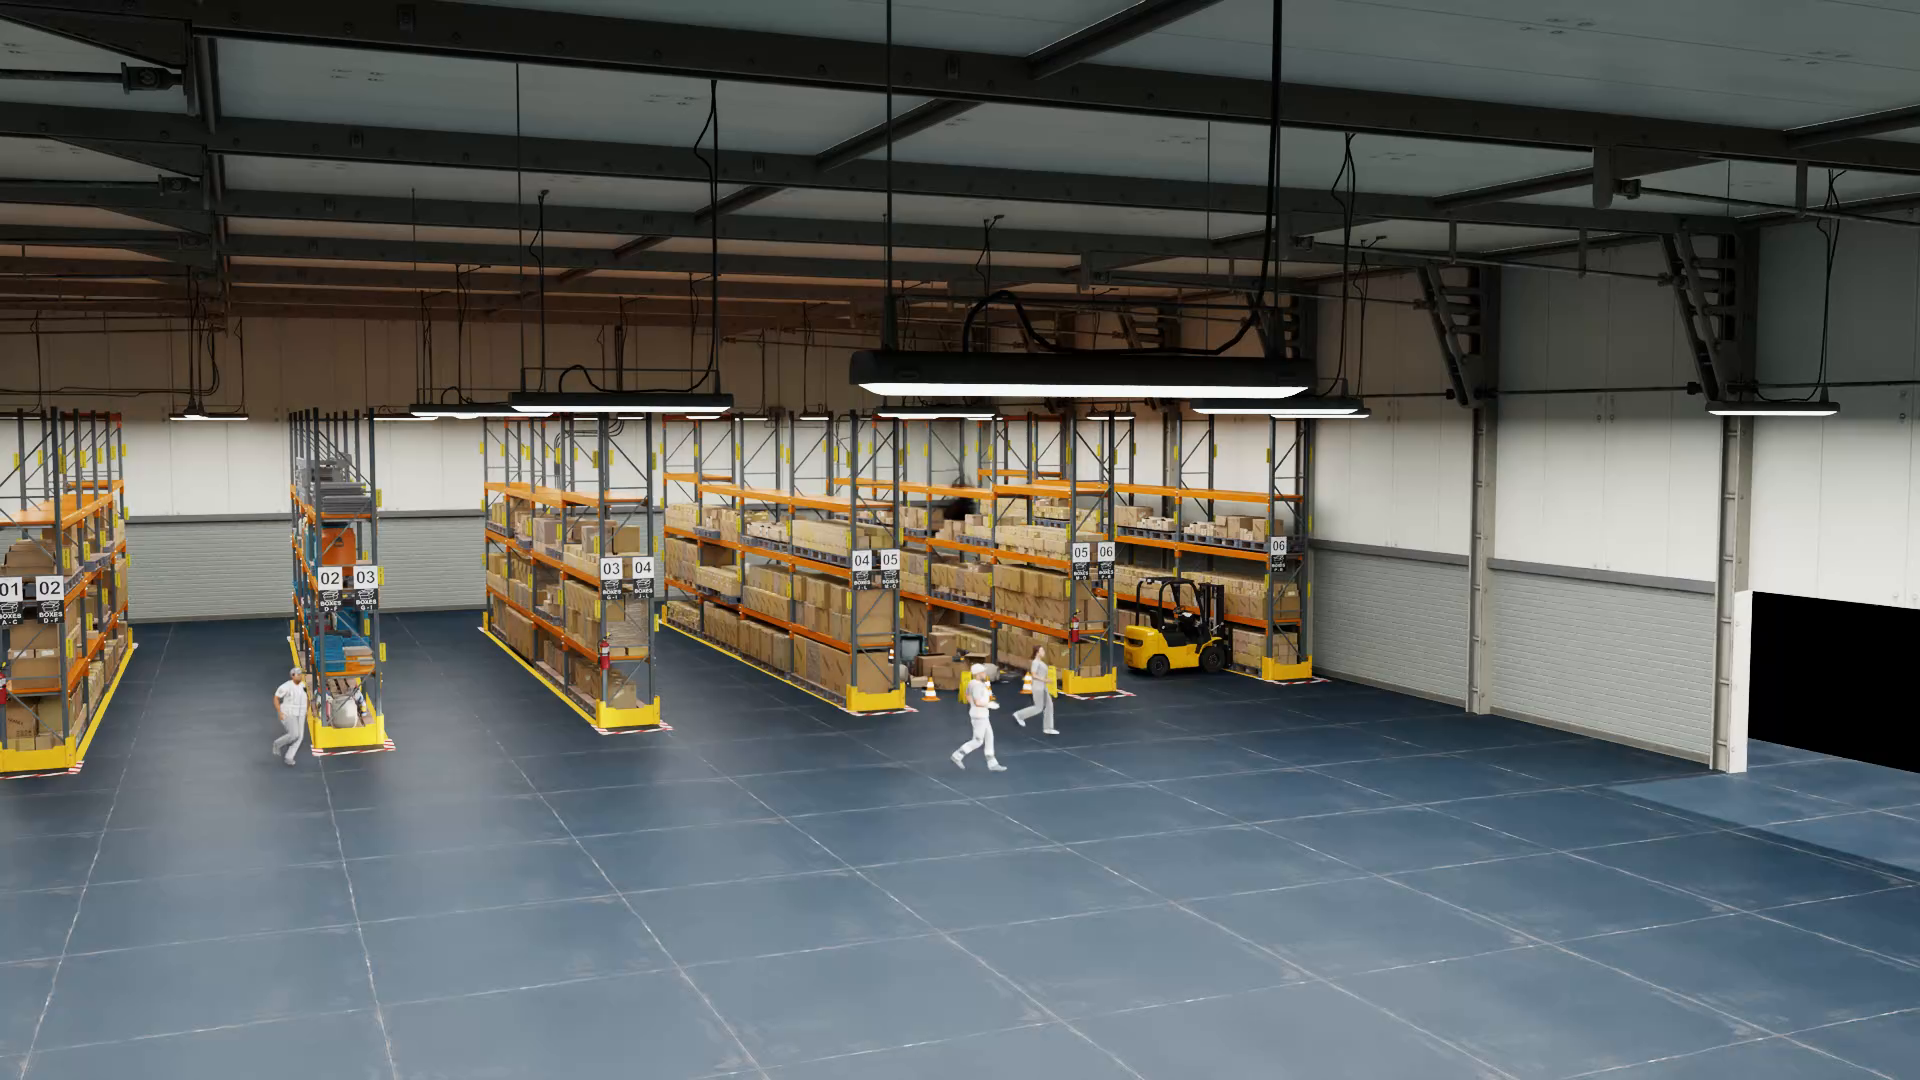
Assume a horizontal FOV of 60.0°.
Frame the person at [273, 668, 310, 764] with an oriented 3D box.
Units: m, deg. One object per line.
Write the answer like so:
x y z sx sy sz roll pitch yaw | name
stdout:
-11.243 2.959 28.124 0.530 1.593 0.649 2 5 31 | person

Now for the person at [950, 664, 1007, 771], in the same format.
0.303 2.899 27.163 0.935 1.767 0.661 0 4 0 | person

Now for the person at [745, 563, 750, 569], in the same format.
-6.129 1.516 47.716 0.669 1.737 0.789 -2 5 -30 | person

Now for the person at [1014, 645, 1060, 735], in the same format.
1.429 2.752 30.676 0.868 1.658 0.569 1 4 17 | person
